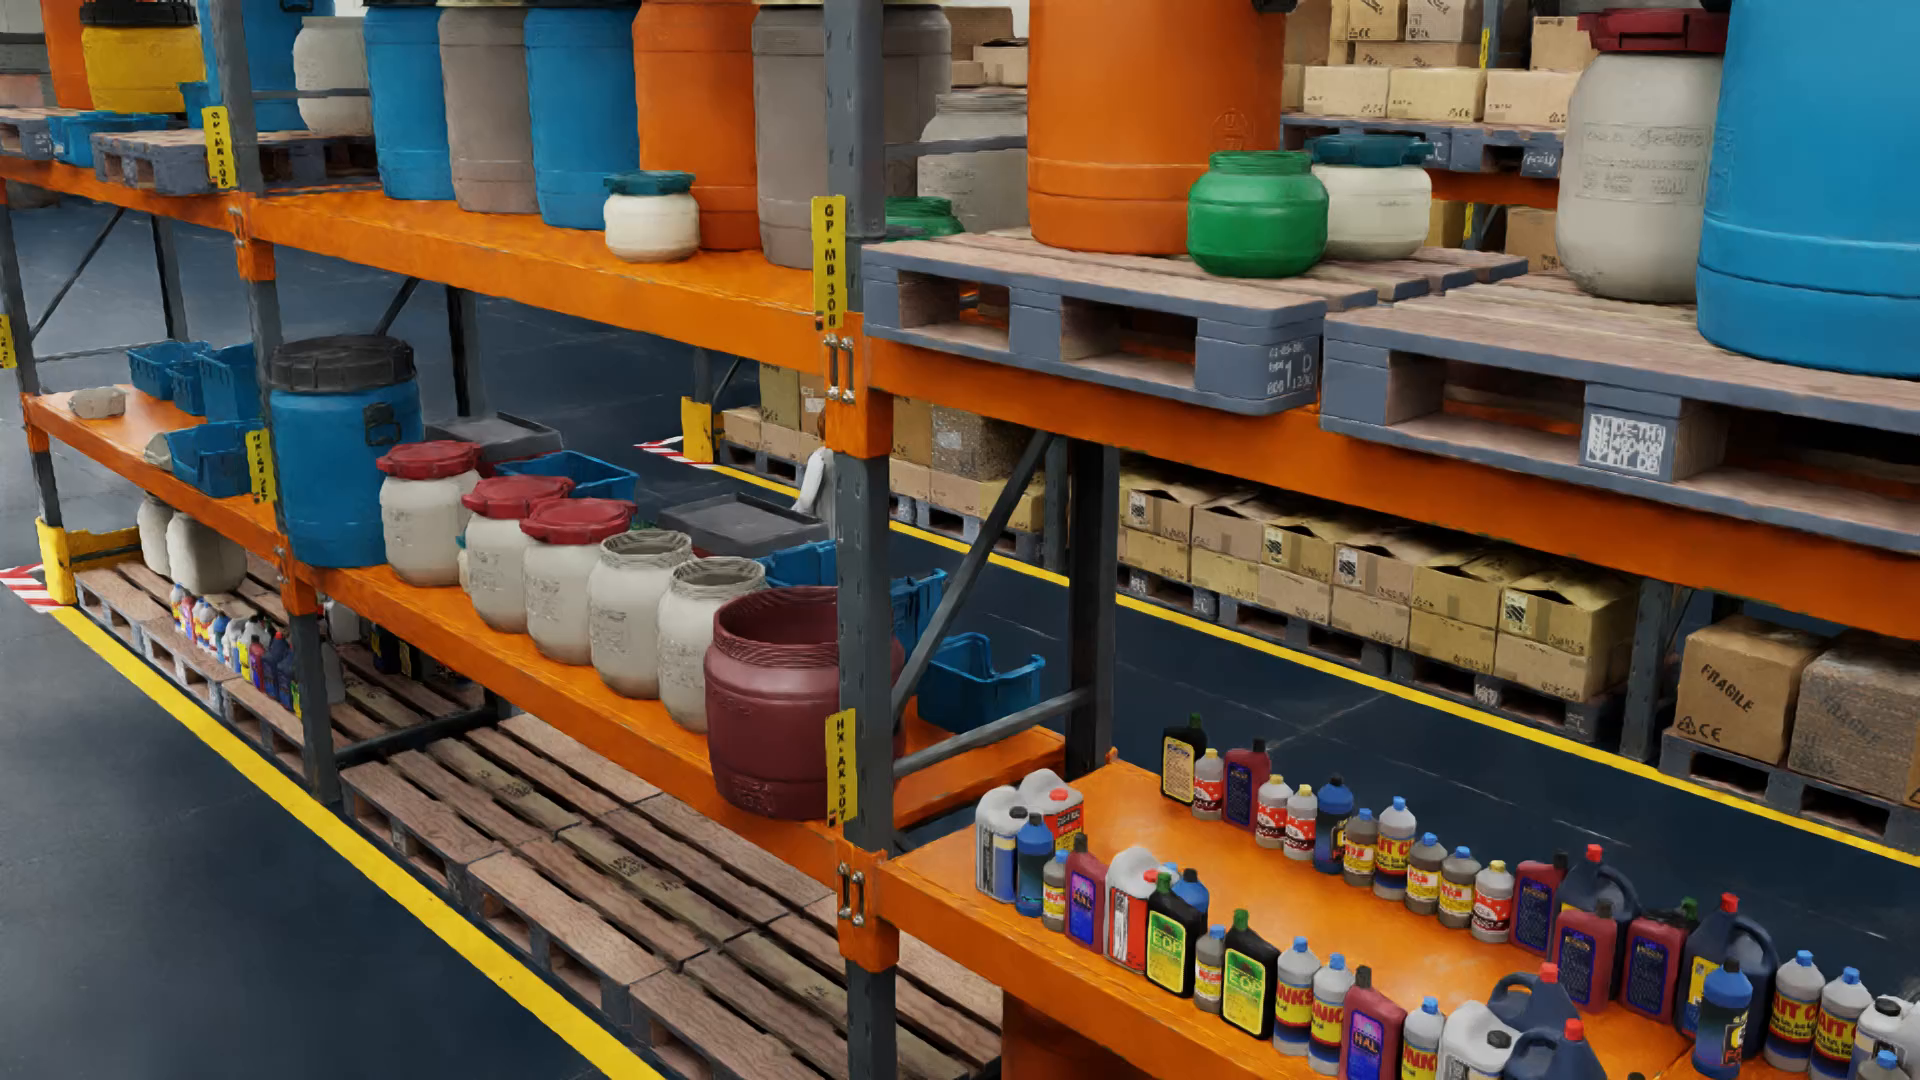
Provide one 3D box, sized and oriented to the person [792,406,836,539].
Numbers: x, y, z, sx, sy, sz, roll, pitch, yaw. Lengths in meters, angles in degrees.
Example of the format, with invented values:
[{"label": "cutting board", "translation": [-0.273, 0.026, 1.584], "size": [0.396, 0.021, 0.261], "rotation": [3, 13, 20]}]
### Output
[{"label": "person", "translation": [-0.729, 0.010, 9.086], "size": [0.450, 1.566, 0.569], "rotation": [11, 21, 32]}]
